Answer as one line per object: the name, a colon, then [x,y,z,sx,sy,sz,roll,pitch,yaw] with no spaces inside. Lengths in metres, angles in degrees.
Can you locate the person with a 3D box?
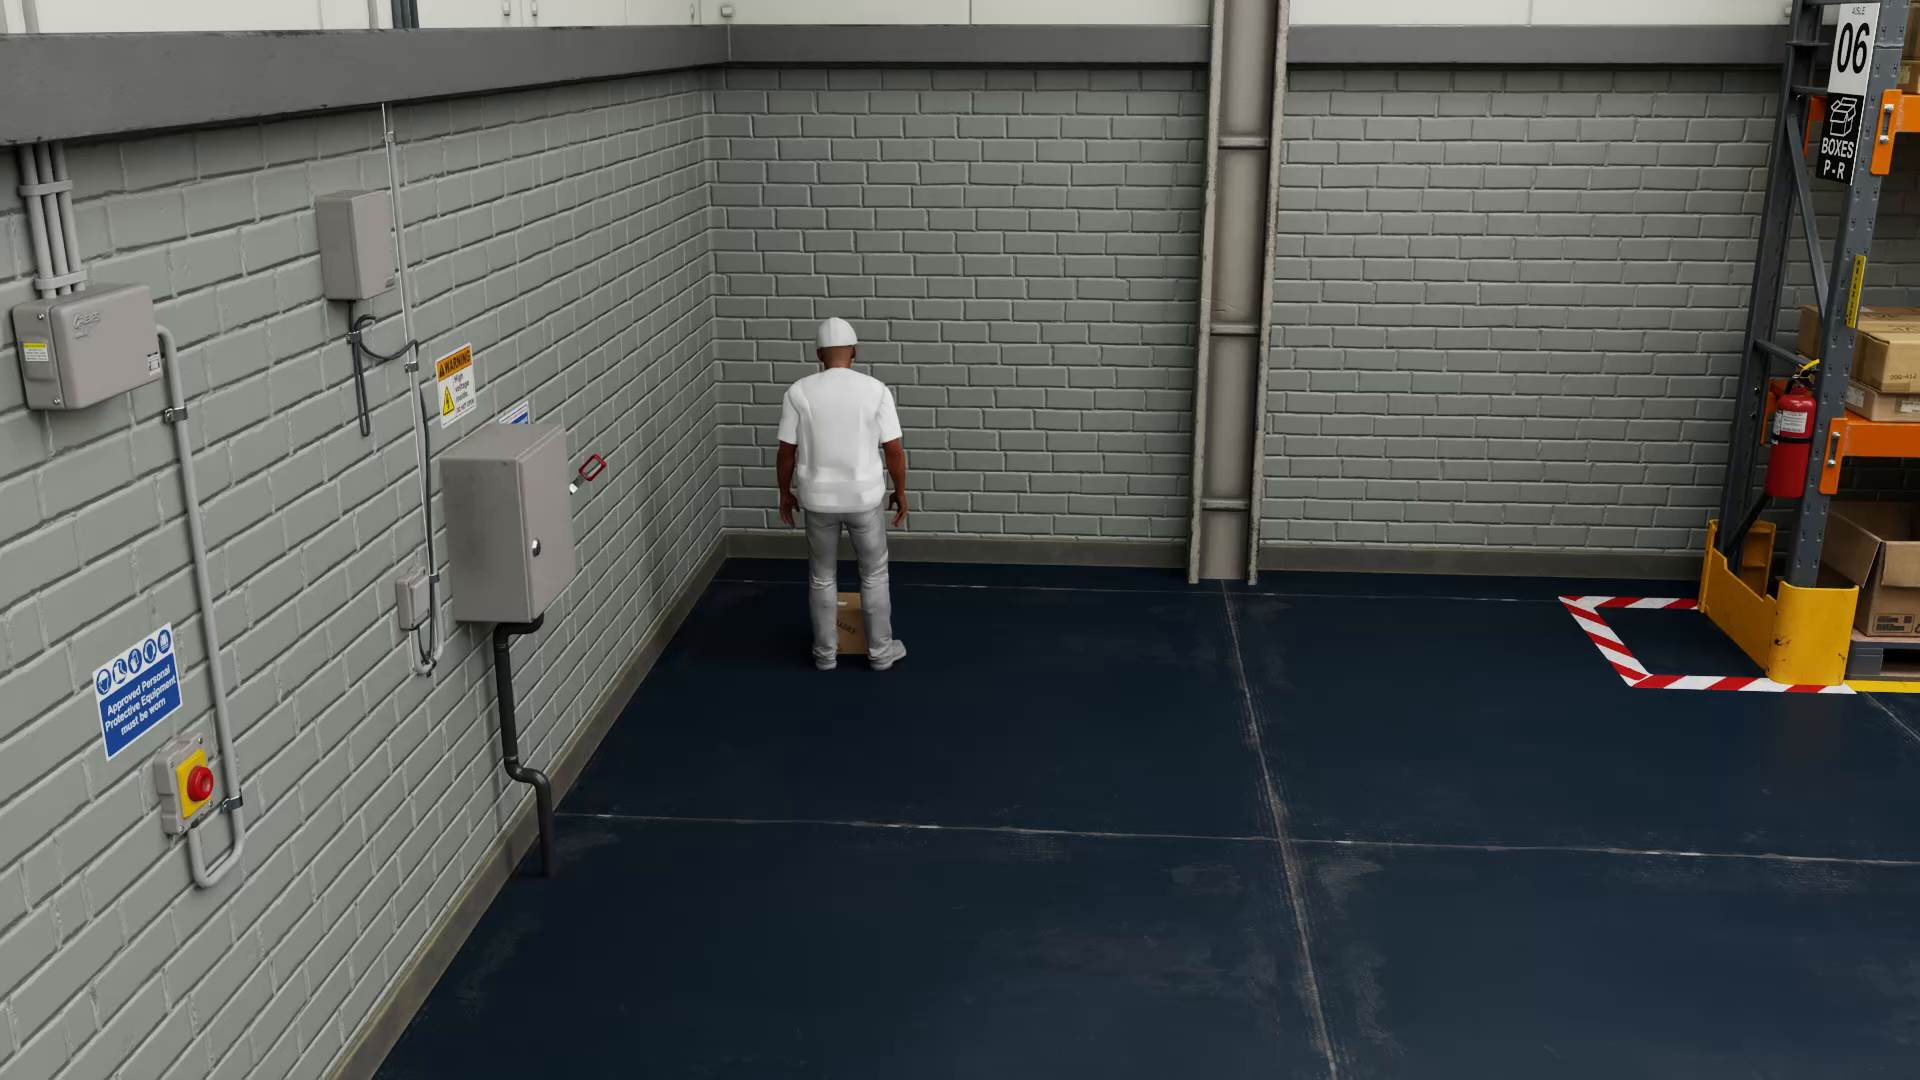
person: [-0.579,-0.218,8.214,0.636,1.761,0.454,0,17,1]
